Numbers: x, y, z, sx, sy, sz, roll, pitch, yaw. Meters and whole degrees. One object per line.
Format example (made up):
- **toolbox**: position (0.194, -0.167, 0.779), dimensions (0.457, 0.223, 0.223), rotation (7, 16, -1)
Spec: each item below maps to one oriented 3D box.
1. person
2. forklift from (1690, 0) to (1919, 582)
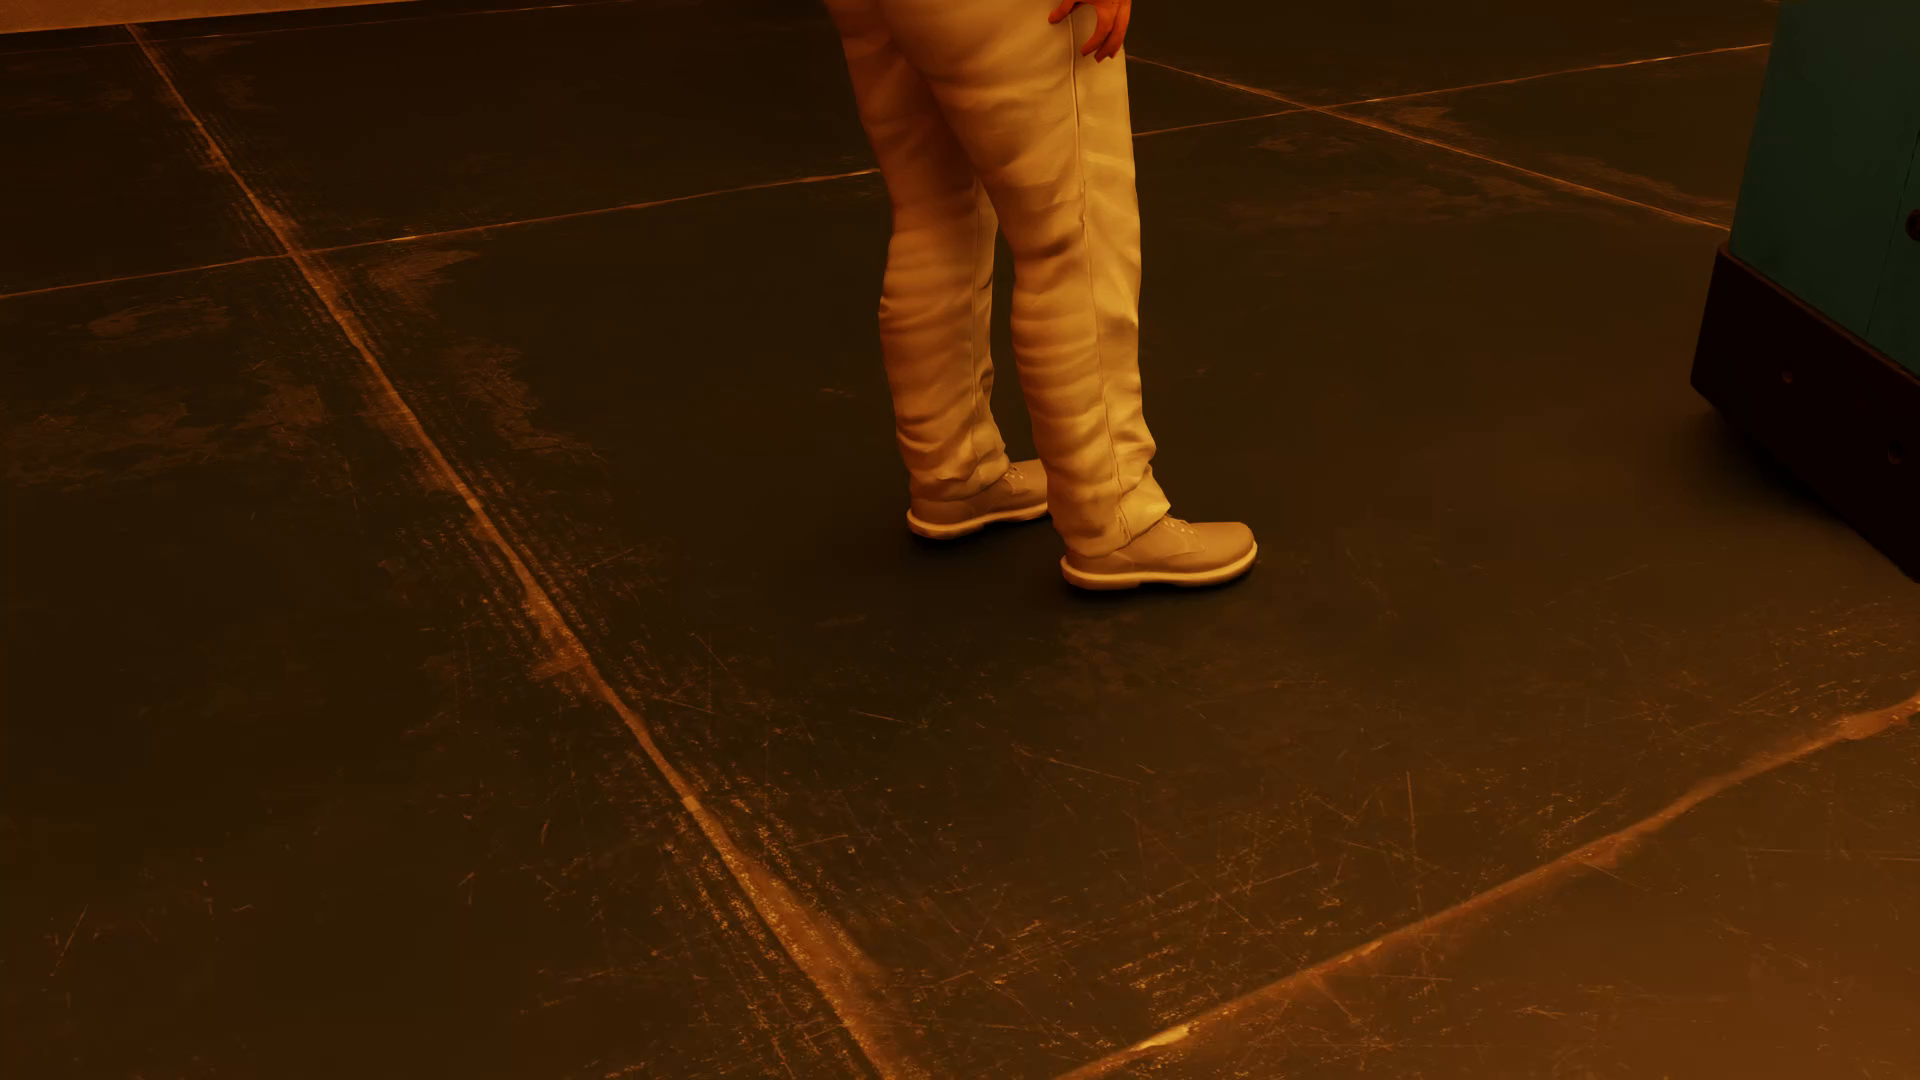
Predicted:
- **person**: position (0.078, -0.759, 2.136), dimensions (0.529, 1.670, 0.598), rotation (-15, 30, -26)
- **forklift**: position (2.788, -1.337, 1.896), dimensions (3.031, 2.935, 1.130), rotation (-1, 27, -2)
